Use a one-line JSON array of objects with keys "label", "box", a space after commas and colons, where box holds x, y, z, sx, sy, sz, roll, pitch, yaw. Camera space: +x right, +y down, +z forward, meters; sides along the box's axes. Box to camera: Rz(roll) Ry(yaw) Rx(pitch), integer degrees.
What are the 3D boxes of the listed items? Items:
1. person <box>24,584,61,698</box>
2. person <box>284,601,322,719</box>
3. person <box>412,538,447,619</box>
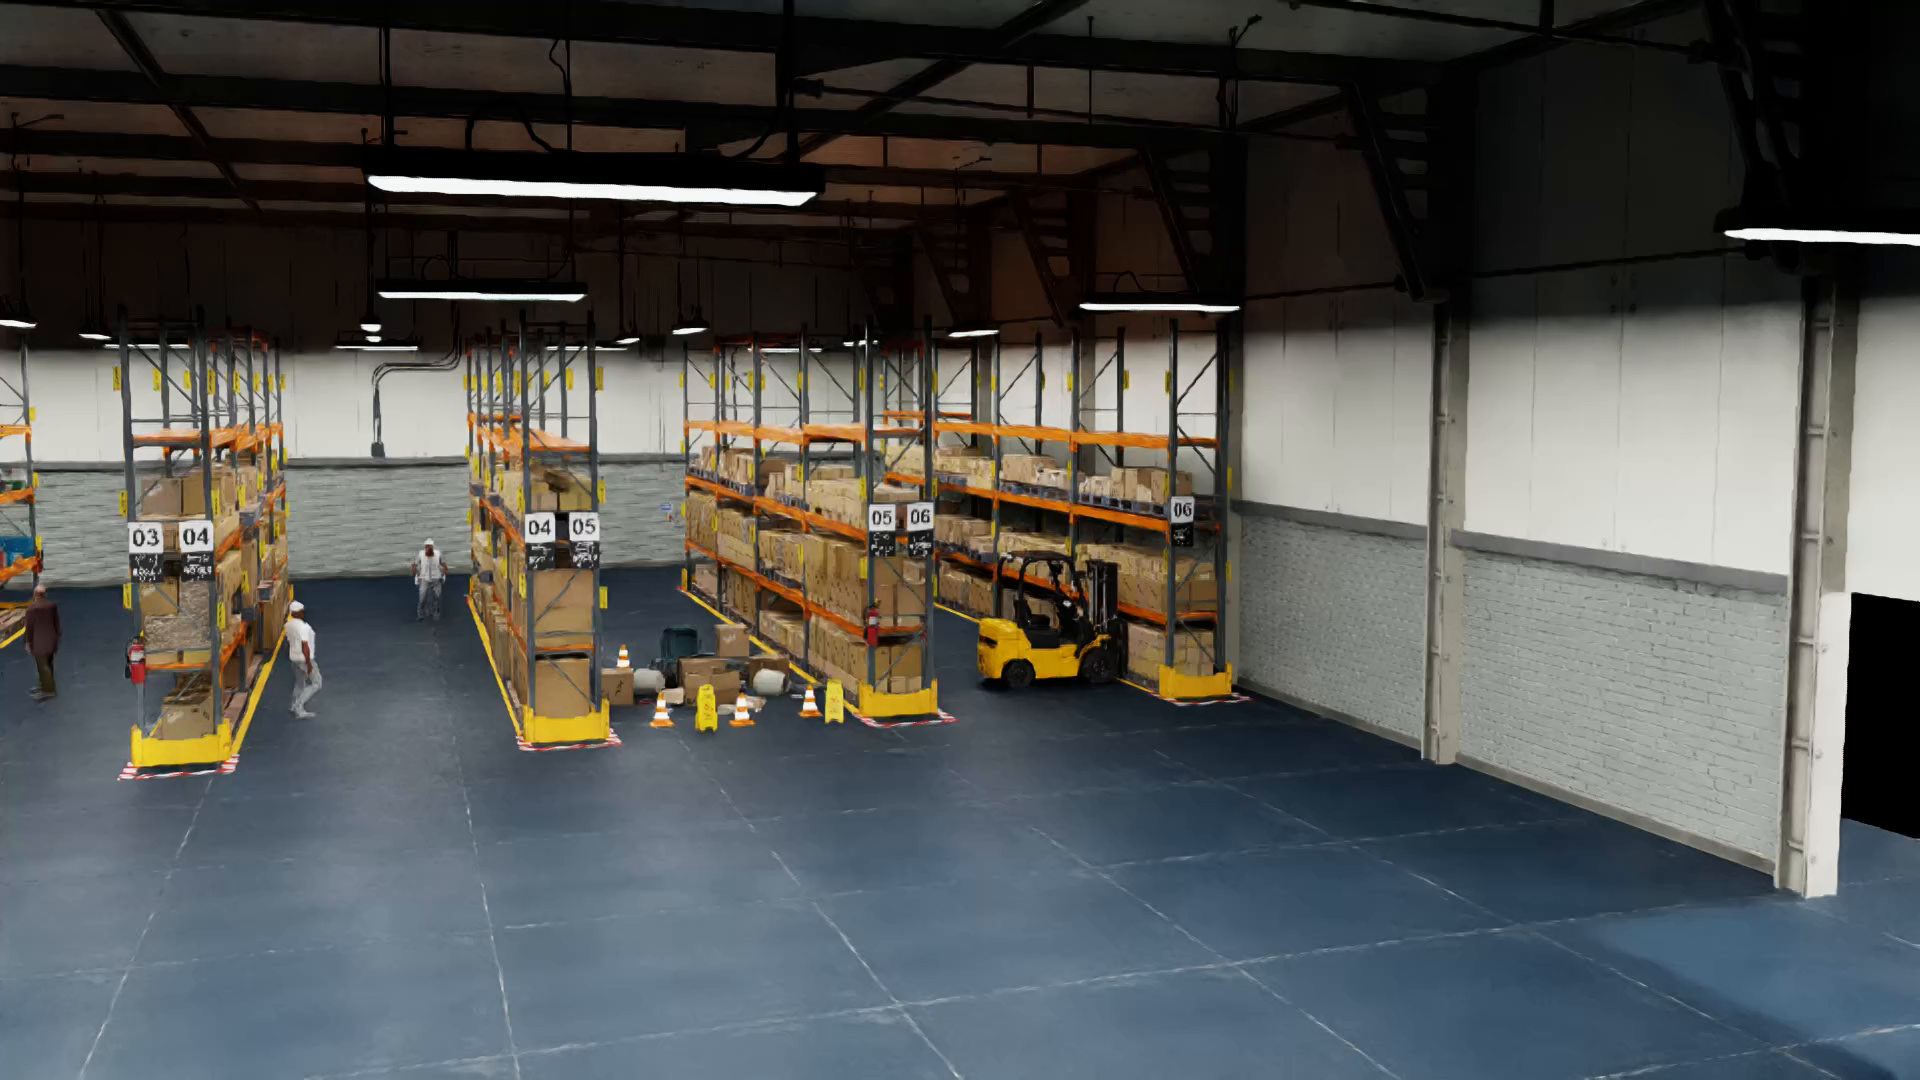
[{"label": "person", "box": [-14.640, 1.589, 26.477, 0.637, 1.775, 0.676, 1, 6, 10]}, {"label": "person", "box": [-9.788, 1.782, 24.694, 0.610, 1.763, 0.456, 5, 7, 43]}, {"label": "person", "box": [-11.200, 0.817, 35.106, 0.688, 1.736, 0.543, -2, 6, -20]}]
